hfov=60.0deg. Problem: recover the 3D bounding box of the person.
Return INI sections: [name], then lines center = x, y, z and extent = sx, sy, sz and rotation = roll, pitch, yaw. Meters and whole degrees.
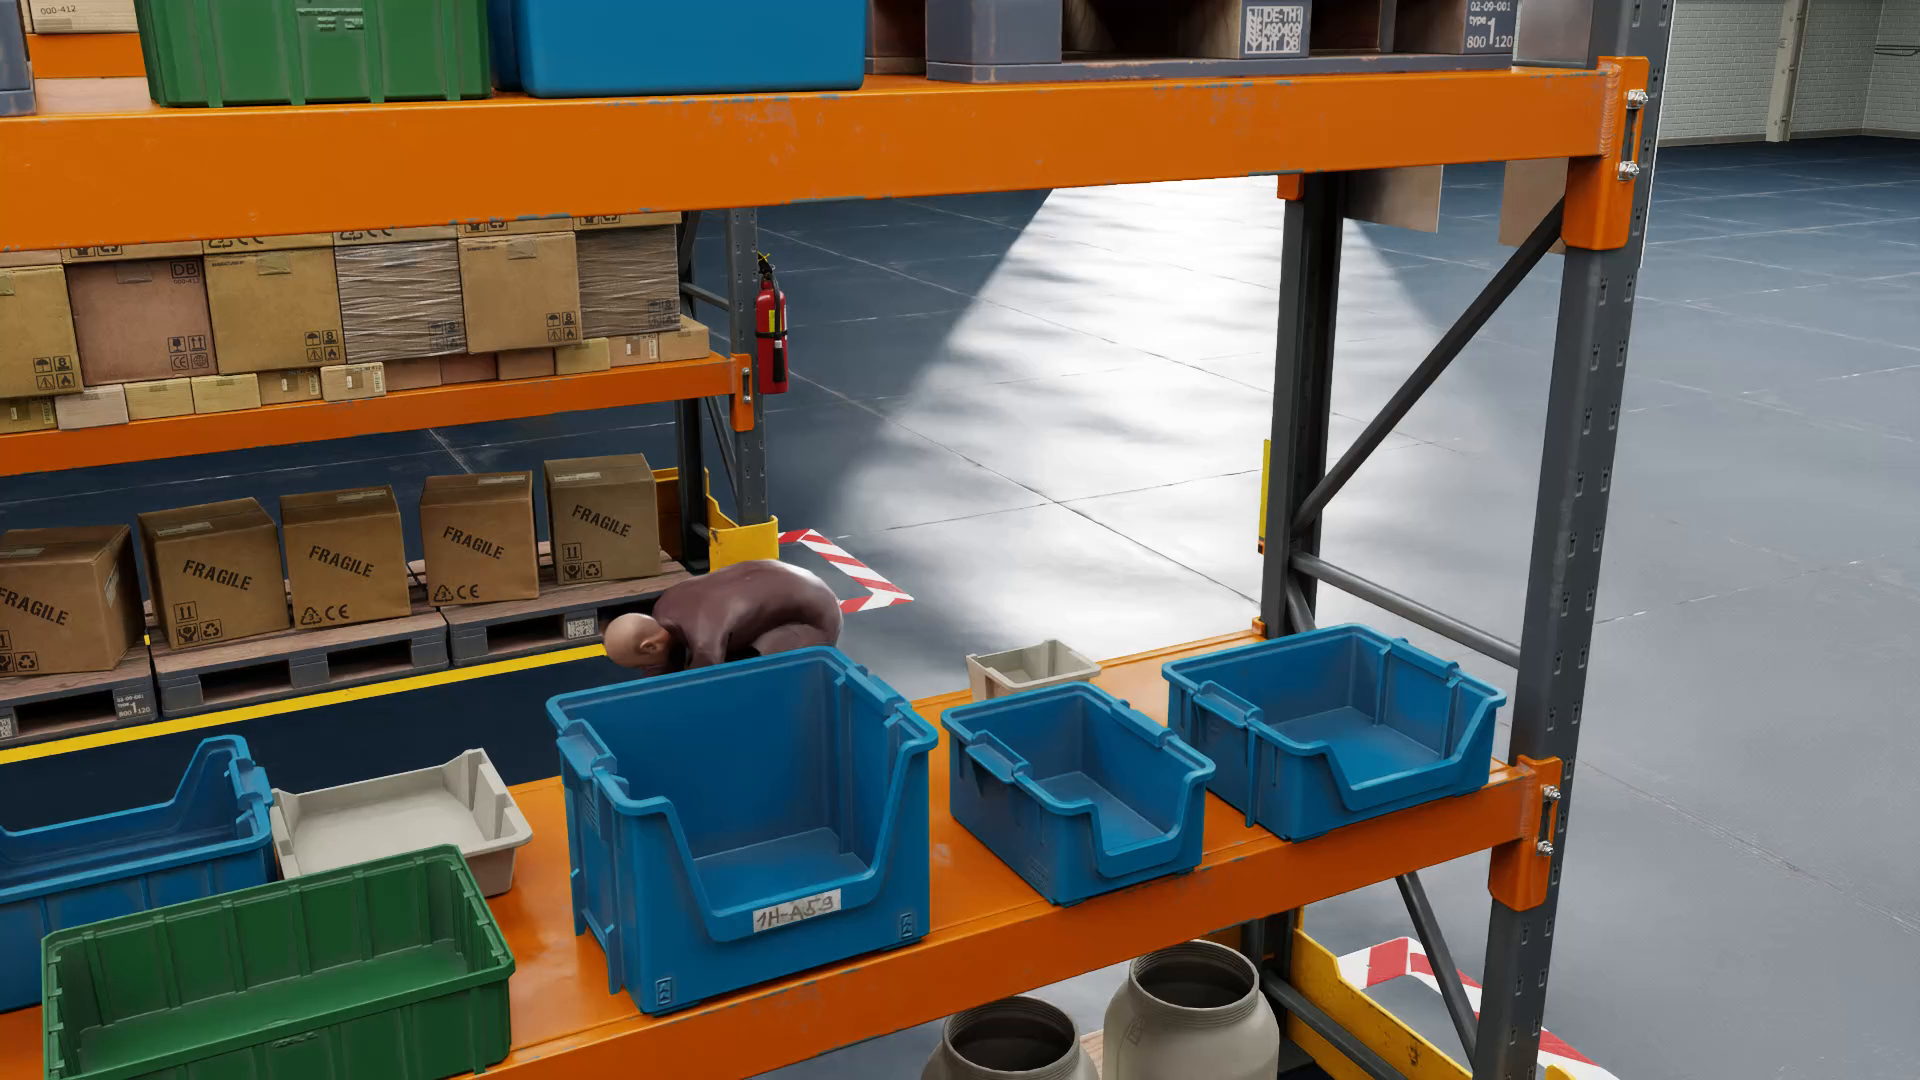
[person]
center = -0.904, 0.538, 6.453
extent = 0.955, 0.873, 0.589
rotation = -10, 21, -28
